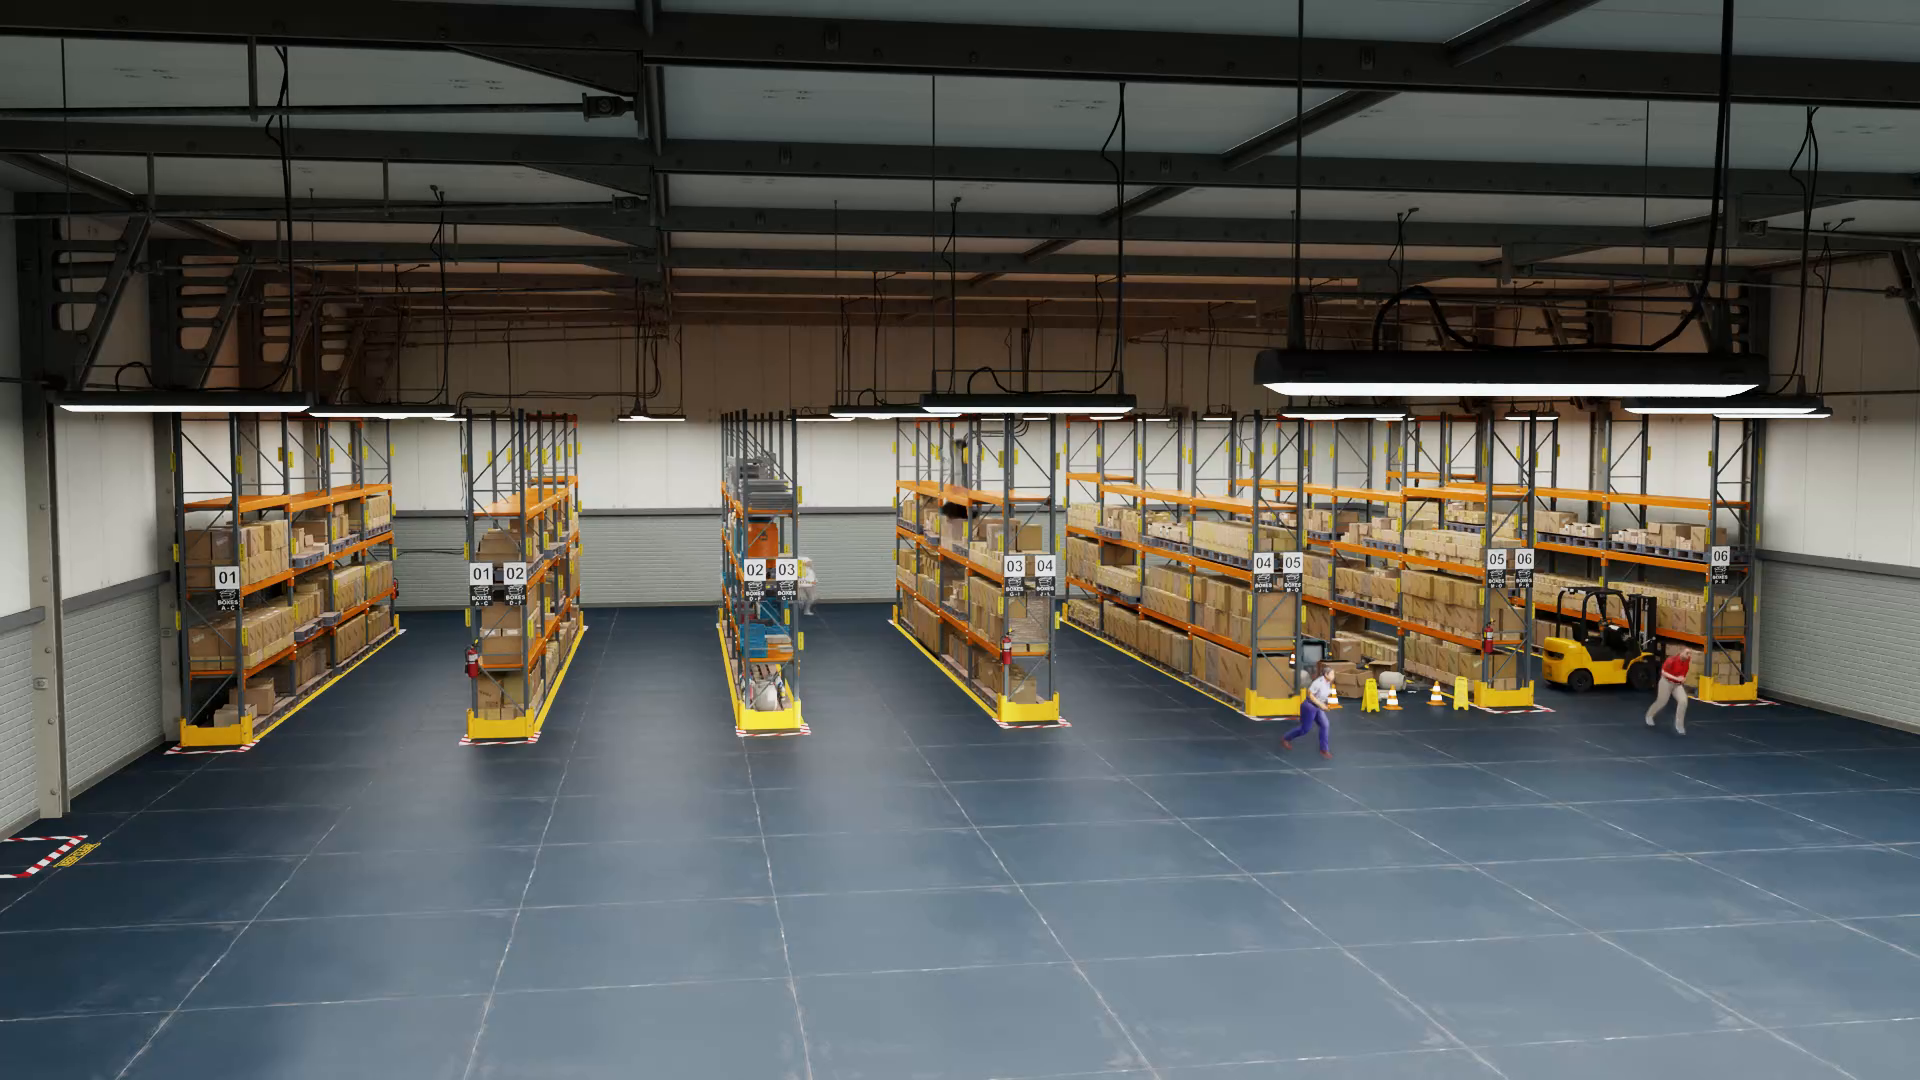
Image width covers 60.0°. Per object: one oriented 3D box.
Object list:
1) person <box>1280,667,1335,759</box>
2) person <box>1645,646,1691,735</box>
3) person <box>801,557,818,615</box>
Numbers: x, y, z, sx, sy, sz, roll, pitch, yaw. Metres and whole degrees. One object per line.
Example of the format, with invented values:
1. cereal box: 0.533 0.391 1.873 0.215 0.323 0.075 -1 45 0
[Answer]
1. person: 6.015 2.971 28.730 0.973 1.588 0.639 2 5 30
2. person: 13.235 2.771 31.064 0.707 1.697 1.007 -2 4 -22
3. person: -4.544 1.385 49.942 0.578 1.730 0.659 1 4 12
